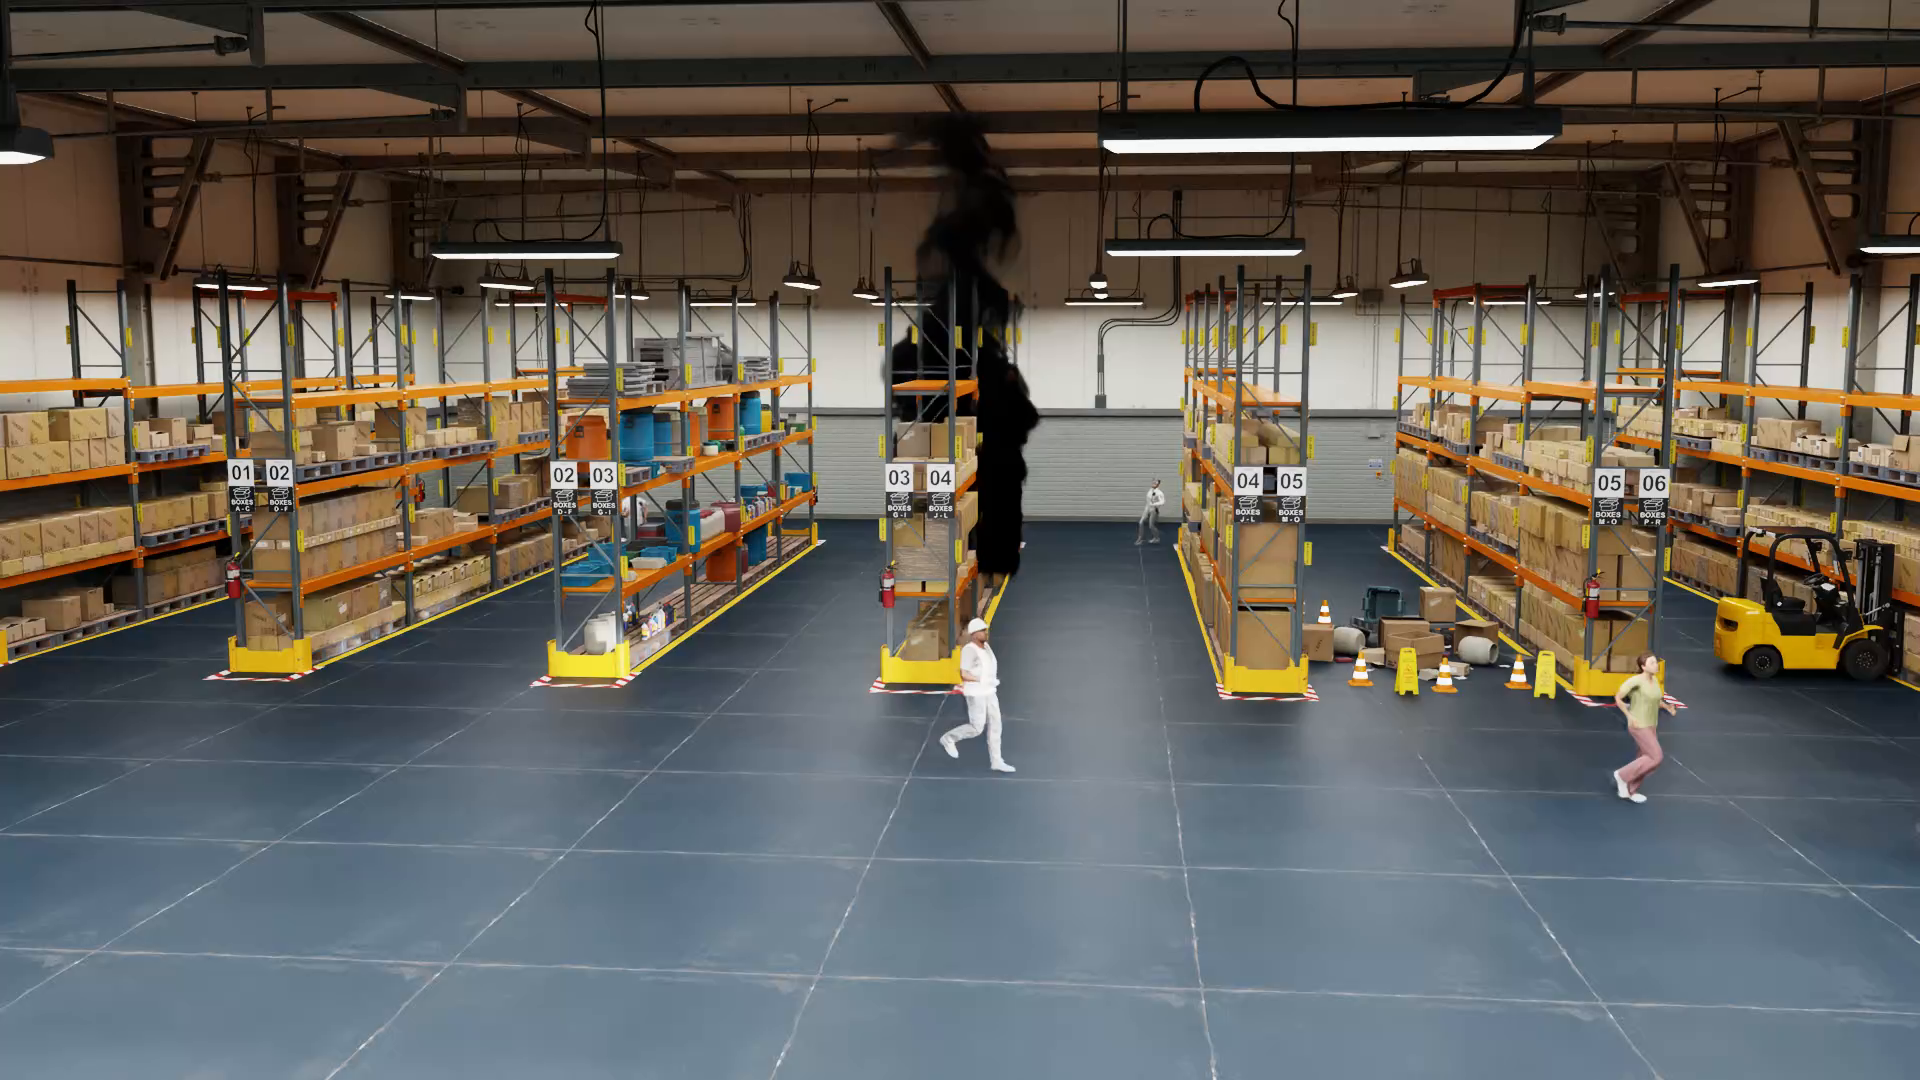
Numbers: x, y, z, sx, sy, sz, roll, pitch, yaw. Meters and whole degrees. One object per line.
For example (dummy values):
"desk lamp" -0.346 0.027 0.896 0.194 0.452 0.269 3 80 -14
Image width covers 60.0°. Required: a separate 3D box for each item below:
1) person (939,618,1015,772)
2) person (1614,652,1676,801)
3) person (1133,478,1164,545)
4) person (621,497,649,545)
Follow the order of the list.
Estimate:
"person" 0.216 1.783 19.251 0.940 1.768 0.682 4 8 27
"person" 7.414 2.019 17.943 0.565 1.637 0.538 -5 9 -38
"person" 4.674 -0.670 40.251 0.701 1.689 0.726 -4 8 -32
"person" -7.122 -0.305 36.310 0.659 1.793 0.965 -1 7 -10
